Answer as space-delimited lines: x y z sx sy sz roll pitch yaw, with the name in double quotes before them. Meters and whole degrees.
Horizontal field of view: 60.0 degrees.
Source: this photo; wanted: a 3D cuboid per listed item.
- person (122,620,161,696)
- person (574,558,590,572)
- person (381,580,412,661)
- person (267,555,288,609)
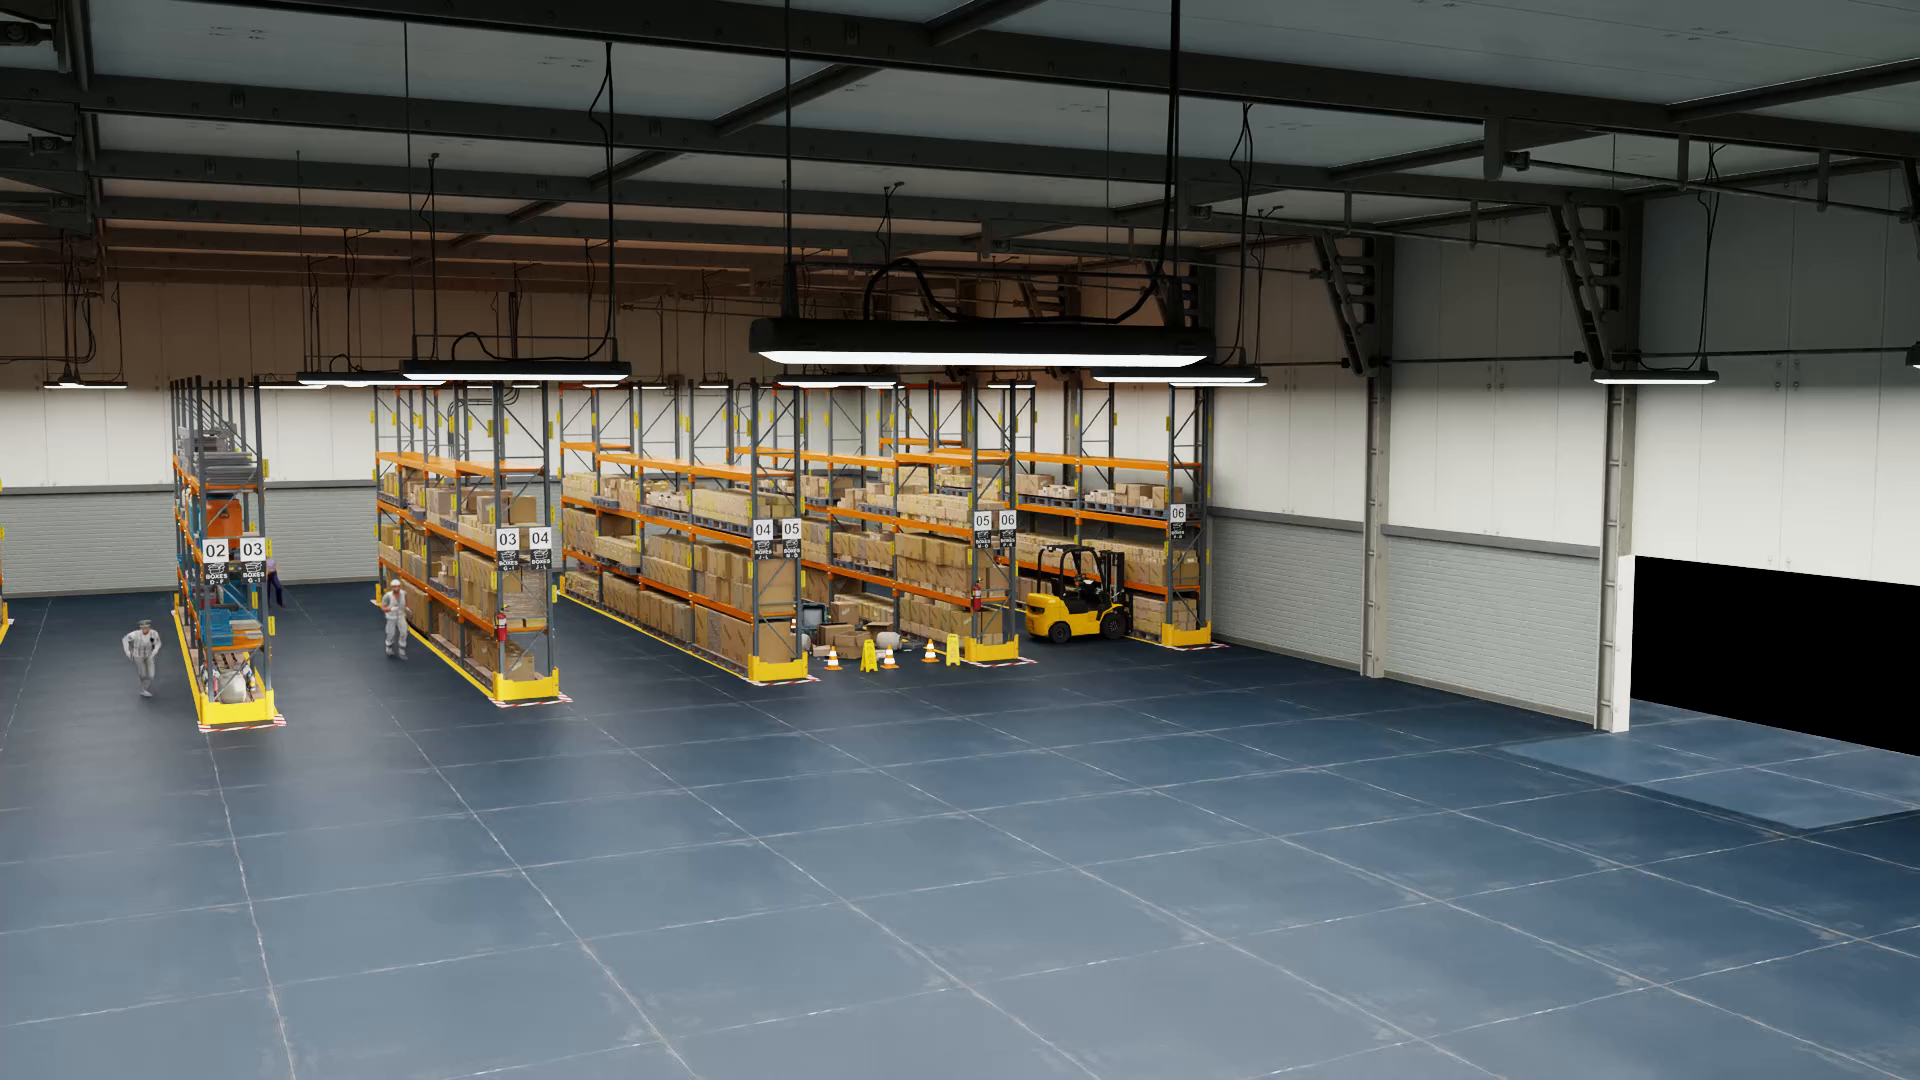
"person" -15.346 2.221 31.204 0.638 1.483 0.782 -3 6 -34
"person" -10.970 0.613 48.683 0.628 1.612 0.691 5 7 42
"person" -12.044 1.696 35.549 0.686 1.750 0.994 -3 6 -32
"person" -18.248 1.004 43.954 0.737 1.654 0.693 4 7 41
